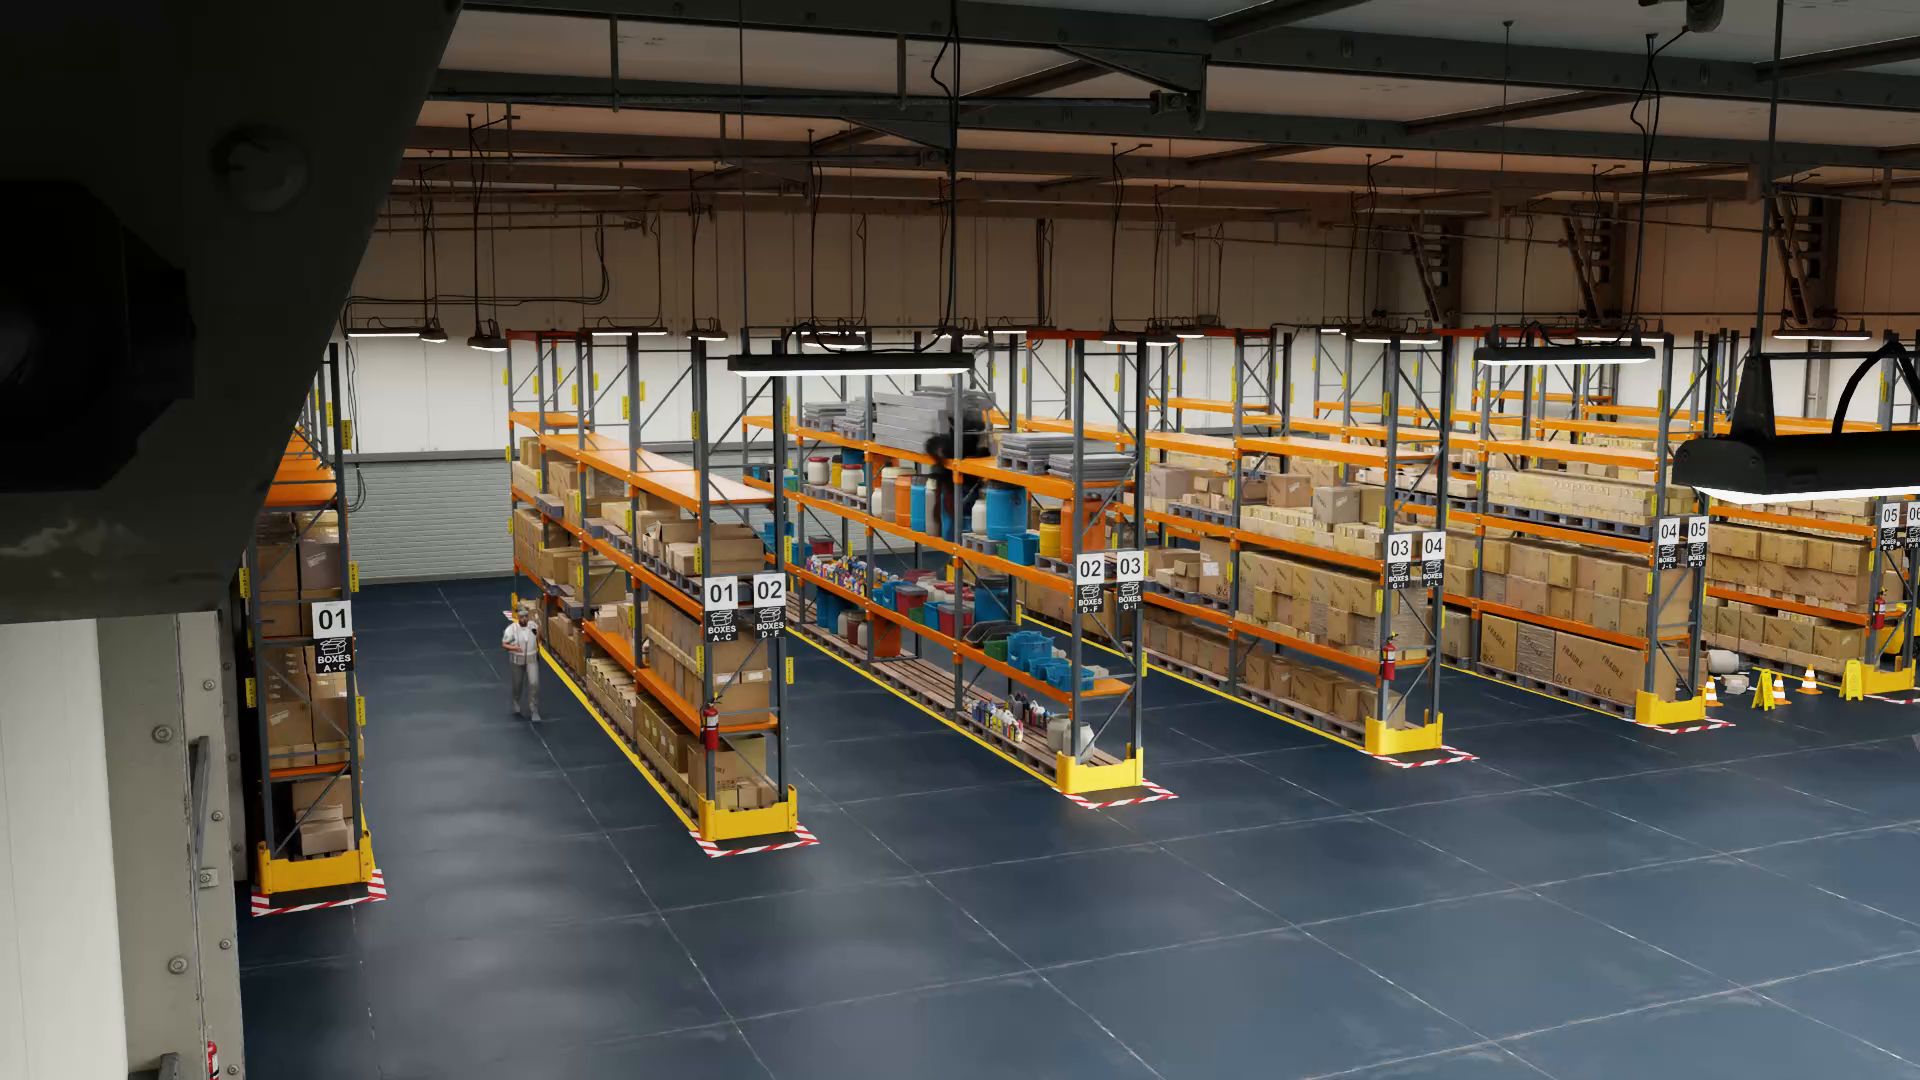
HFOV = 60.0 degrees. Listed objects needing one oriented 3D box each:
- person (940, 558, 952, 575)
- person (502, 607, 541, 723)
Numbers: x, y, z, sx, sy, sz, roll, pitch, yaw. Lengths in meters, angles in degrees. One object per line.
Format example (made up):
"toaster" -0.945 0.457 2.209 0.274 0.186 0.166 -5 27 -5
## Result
"person" 0.058 0.035 39.653 1.072 1.762 0.724 0 8 2
"person" -6.862 1.915 26.088 0.608 1.809 0.909 -3 8 -22
